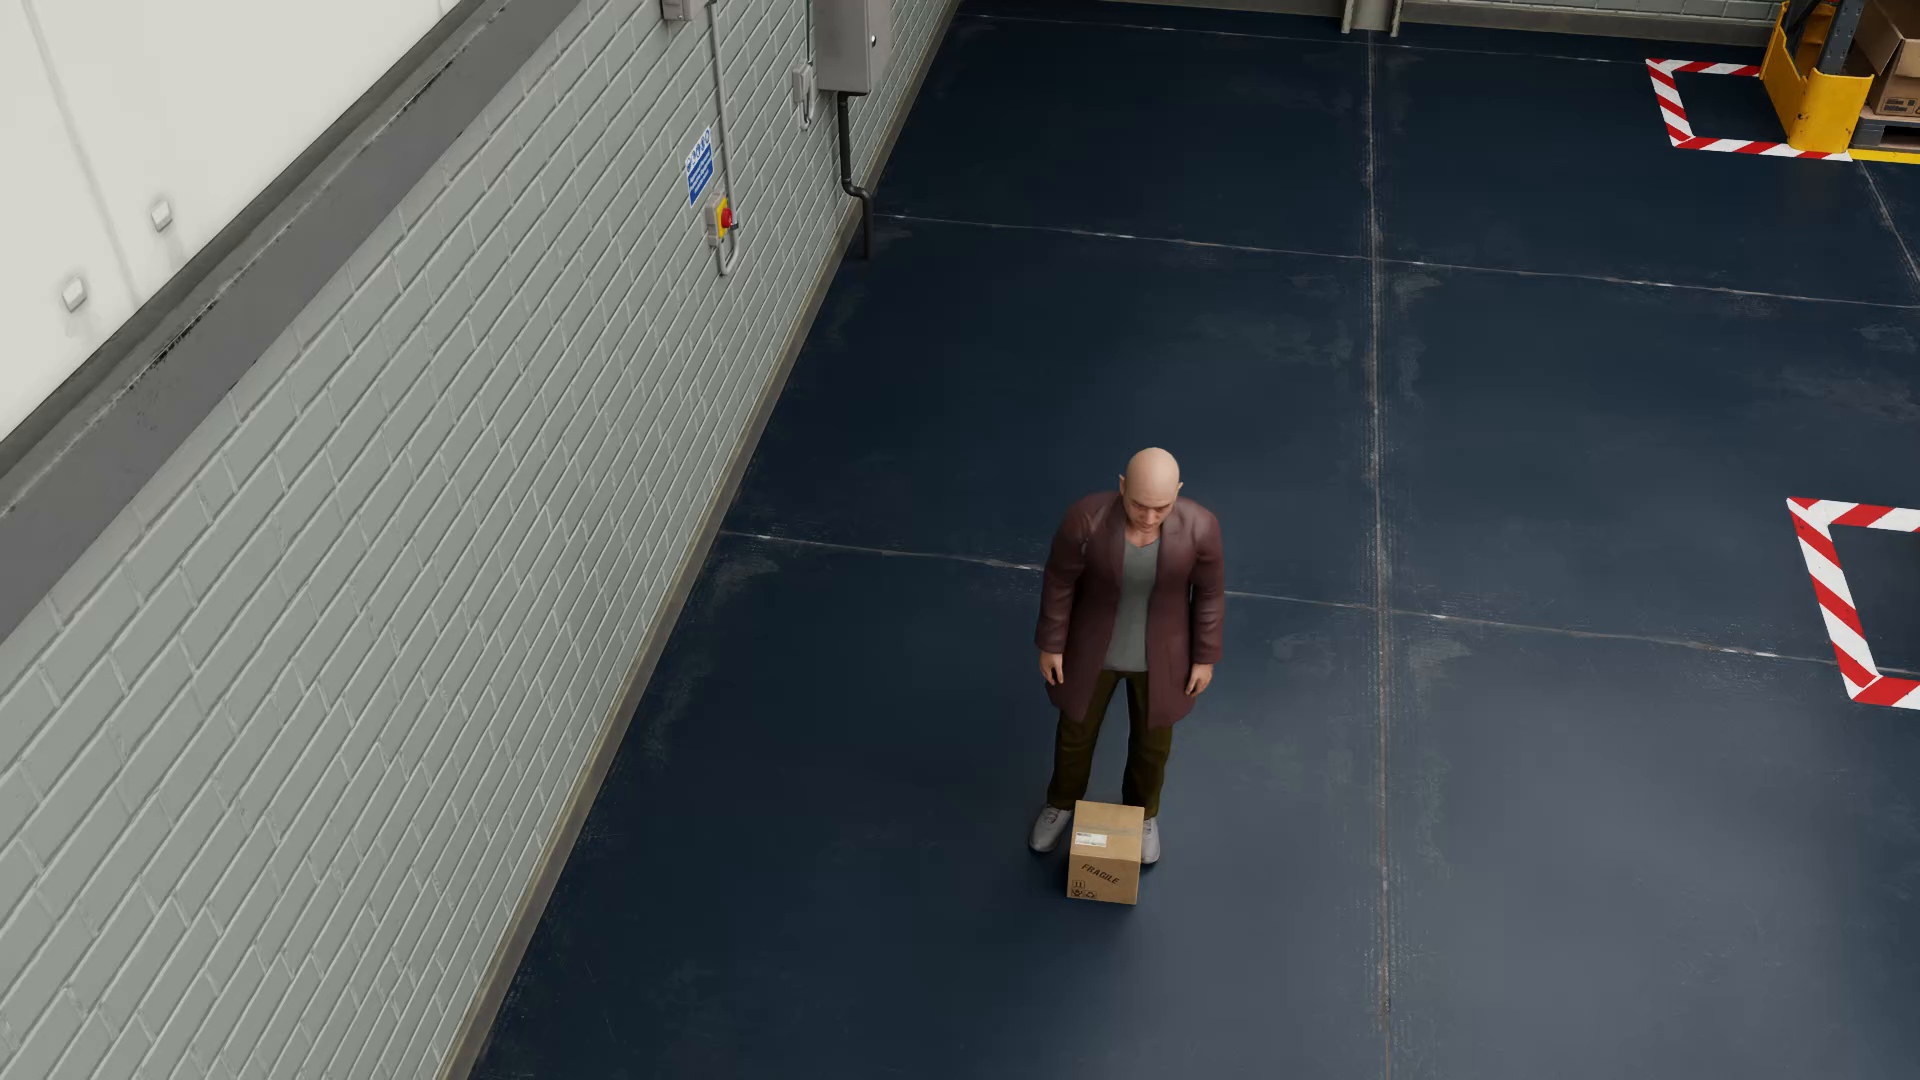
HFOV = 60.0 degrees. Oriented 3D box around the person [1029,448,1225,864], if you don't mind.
[{"bbox_3d":[0.575,0.386,5.709,0.645,1.772,0.429,4,40,5],"label":"person"}]
